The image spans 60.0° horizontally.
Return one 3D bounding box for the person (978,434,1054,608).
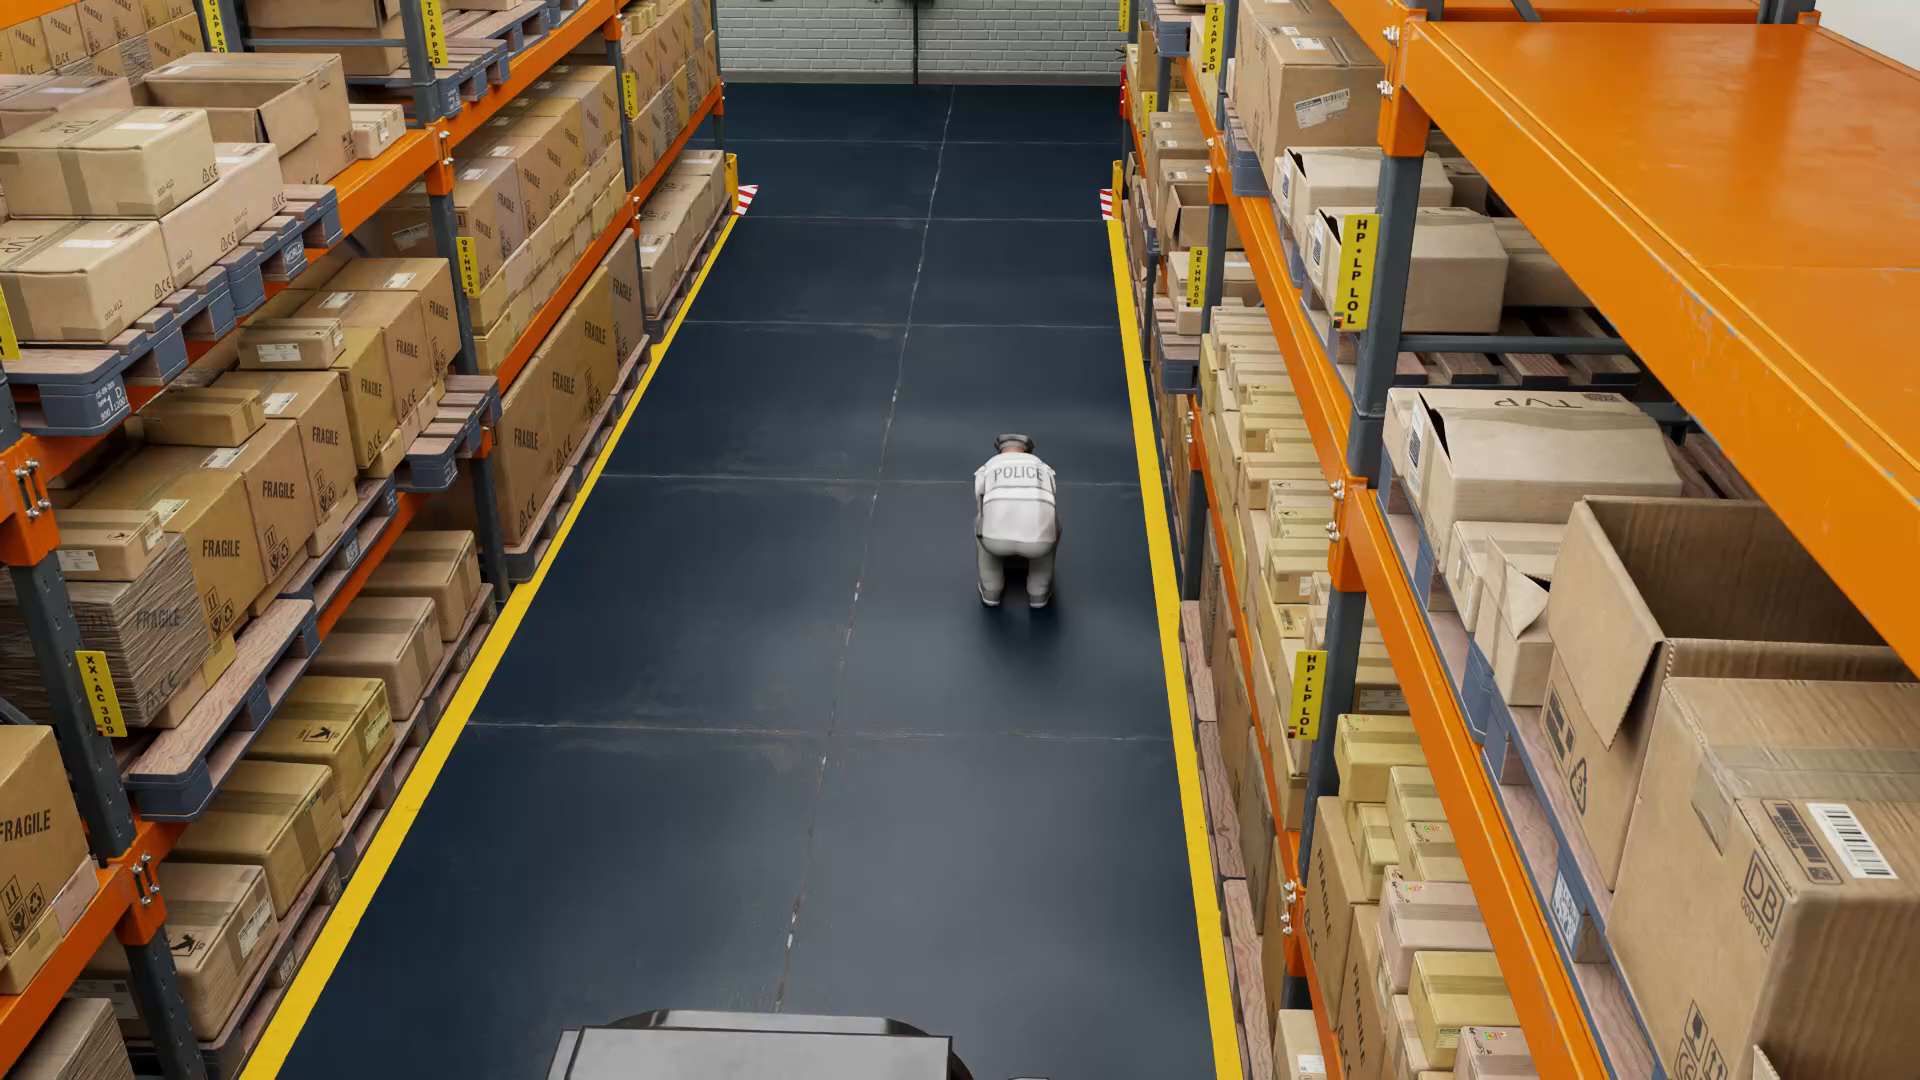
[{"bbox_3d":[0.349,-0.140,9.904,0.449,0.807,0.858,2,28,4],"label":"person"}]
